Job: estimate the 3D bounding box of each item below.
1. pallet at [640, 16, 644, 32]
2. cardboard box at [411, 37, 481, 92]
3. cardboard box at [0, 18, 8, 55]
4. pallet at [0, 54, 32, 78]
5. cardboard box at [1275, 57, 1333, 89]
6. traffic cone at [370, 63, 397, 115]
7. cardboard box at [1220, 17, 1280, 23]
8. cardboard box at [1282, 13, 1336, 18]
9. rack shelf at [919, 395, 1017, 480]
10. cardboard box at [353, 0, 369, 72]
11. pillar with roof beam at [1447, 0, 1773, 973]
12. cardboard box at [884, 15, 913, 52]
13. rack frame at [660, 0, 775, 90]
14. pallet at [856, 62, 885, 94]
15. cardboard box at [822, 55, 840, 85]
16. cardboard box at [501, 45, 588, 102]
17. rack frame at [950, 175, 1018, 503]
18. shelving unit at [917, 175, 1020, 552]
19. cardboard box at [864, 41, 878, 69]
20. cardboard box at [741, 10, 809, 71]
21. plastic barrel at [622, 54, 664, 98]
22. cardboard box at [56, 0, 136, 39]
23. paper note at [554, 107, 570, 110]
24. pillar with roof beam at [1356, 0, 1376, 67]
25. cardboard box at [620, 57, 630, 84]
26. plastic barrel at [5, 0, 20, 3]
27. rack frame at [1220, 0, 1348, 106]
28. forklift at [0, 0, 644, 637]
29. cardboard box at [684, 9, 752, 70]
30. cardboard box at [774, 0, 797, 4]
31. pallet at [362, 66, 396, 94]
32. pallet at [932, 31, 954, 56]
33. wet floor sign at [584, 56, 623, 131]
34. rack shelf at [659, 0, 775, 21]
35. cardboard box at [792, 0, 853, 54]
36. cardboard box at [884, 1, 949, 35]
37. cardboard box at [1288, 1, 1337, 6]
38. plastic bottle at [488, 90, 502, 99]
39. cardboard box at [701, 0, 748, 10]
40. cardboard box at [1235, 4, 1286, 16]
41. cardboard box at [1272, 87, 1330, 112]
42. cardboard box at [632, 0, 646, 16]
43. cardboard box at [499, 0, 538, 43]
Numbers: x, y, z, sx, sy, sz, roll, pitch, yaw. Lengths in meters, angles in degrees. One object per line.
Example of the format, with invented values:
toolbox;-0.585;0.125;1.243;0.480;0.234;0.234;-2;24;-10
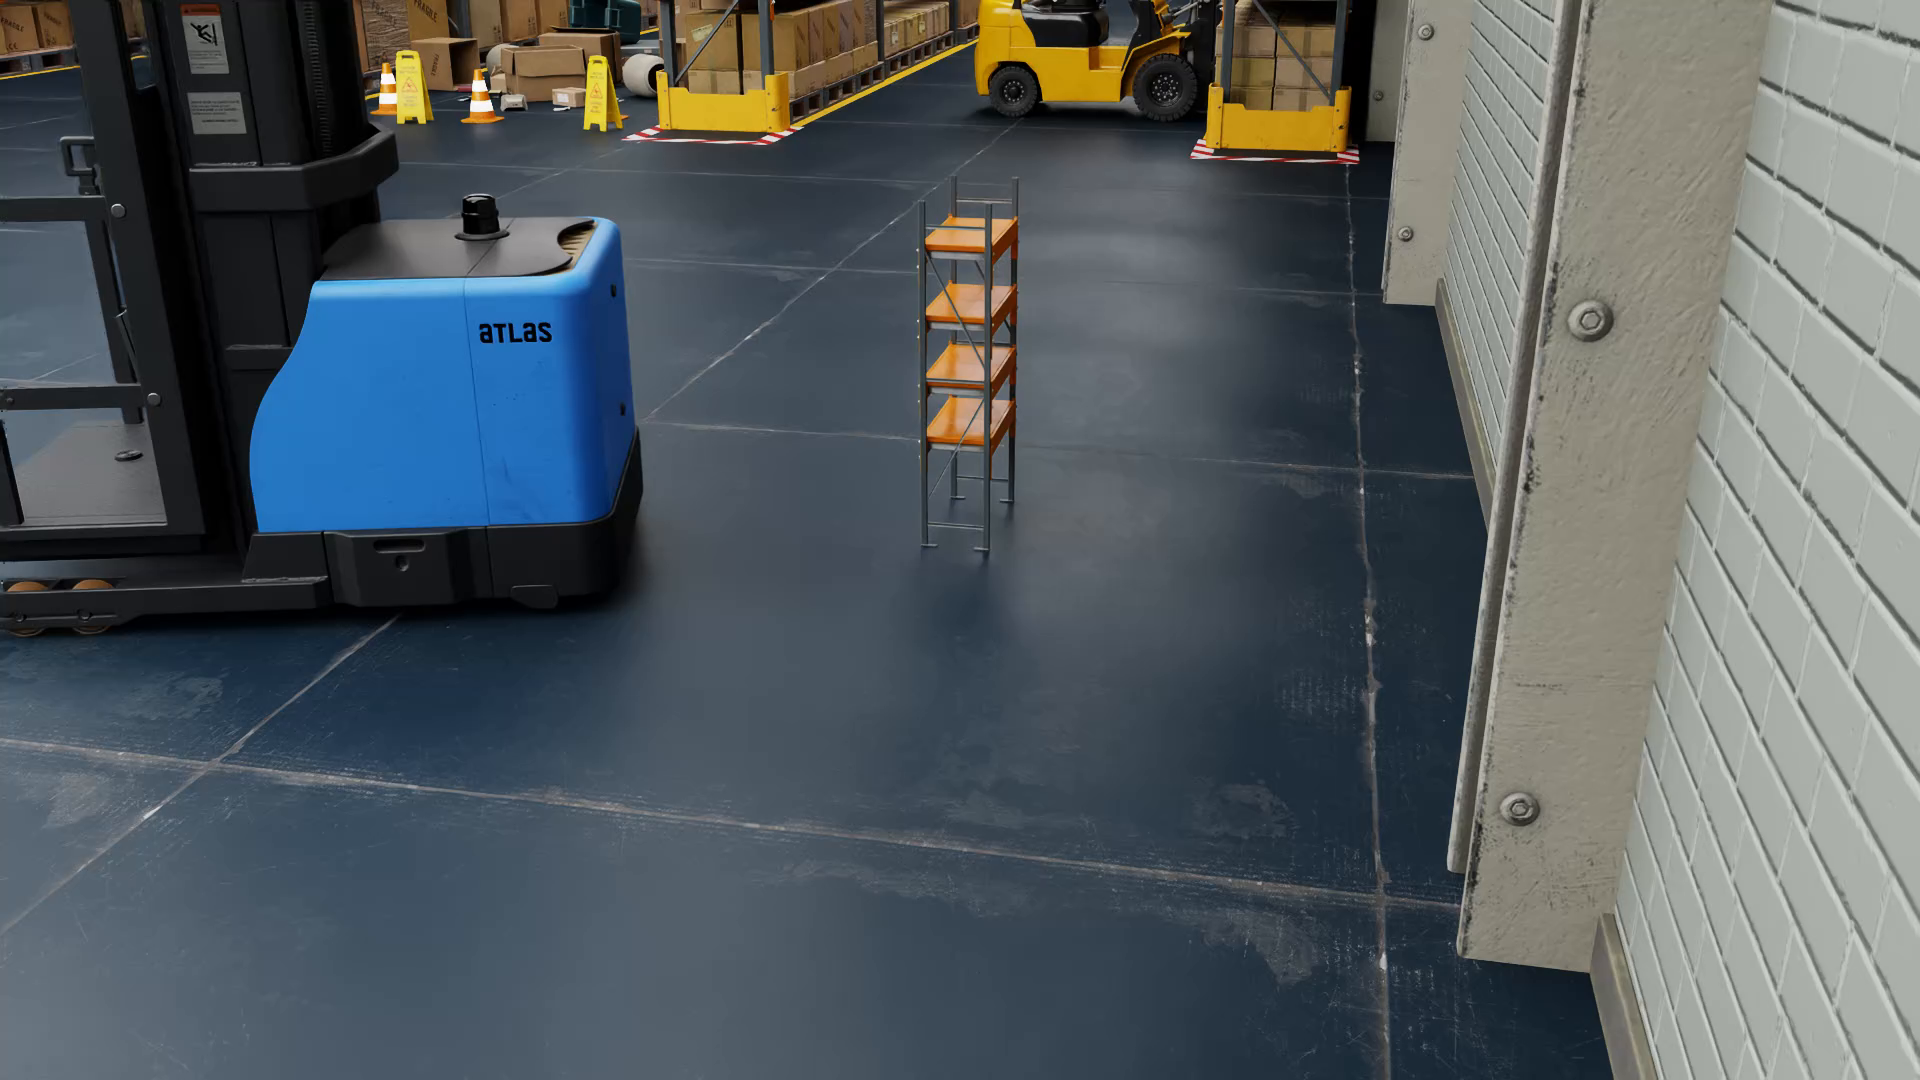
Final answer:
pallet;-5.236;-7.386;23.910;1.003;0.211;1.213;4;22;11
cardboard box;-5.526;-5.127;17.910;0.500;0.500;0.500;8;23;20
cardboard box;-11.328;-5.795;19.011;0.500;0.500;0.500;2;22;6
pallet;-11.398;-5.357;18.872;1.003;0.211;1.213;4;22;11
cardboard box;2.996;-4.058;14.364;0.500;0.250;0.500;5;22;12
traffic cone;-5.531;-4.377;16.103;0.336;0.463;0.334;4;22;11
cardboard box;2.584;-4.513;14.825;0.500;0.250;0.500;5;22;12
cardboard box;3.191;-4.660;15.190;0.500;0.250;0.500;4;22;11
rack shelf;0.034;-0.371;5.879;0.258;0.148;0.480;4;22;11
cardboard box;-6.778;-5.252;17.162;0.875;0.875;0.875;4;22;10
pillar with roof beam;-2.942;-3.659;2.893;9.100;9.000;0.400;4;22;11
cardboard box;-1.099;-6.022;19.745;0.950;0.372;0.625;6;23;14
rack frame;-2.163;-5.128;14.570;1.000;3.000;0.127;4;22;11
pallet;-1.449;-5.049;18.107;1.003;0.211;1.213;4;22;11
cardboard box;-1.517;-4.708;16.646;0.500;0.250;0.500;6;23;15
cardboard box;-4.283;-4.805;17.111;0.797;0.503;0.637;-11;25;-26
rack frame;0.084;-0.706;6.001;0.240;1.200;0.015;4;22;11
shelving unit;0.034;-0.617;5.780;0.258;1.200;0.503;4;22;11
cardboard box;-1.204;-5.273;18.050;0.500;0.250;0.500;5;23;13
cardboard box;-1.724;-4.678;15.567;0.500;0.500;0.500;4;22;9
plastic barrel;-3.224;-4.803;17.214;0.421;0.421;0.512;-16;27;-35
cardboard box;-10.902;-6.613;21.017;0.700;0.500;0.500;3;22;7
paper note;-3.919;-4.248;16.360;0.148;0.019;0.142;-3;22;-8
pillar with roof beam;0.731;-10.242;19.238;9.100;9.000;0.400;4;22;11
cardboard box;-3.614;-5.188;18.380;0.258;0.266;0.396;-11;25;-26
plastic barrel;-14.970;-8.621;26.012;0.421;0.512;0.421;0;22;0
rack frame;2.697;-4.751;13.634;1.000;3.000;0.127;4;22;11
forklift;-2.636;-1.268;5.079;3.031;2.935;1.130;-2;22;-5
cardboard box;-2.255;-4.708;15.642;0.500;0.500;0.500;5;22;11
cardboard box;-1.937;-5.276;17.054;0.500;0.500;0.500;6;23;14
pallet;-6.692;-4.918;17.782;1.003;0.211;1.213;4;22;11
pallet;-0.692;-6.474;21.647;1.003;0.211;1.213;4;22;11
wet floor sign;-3.249;-4.048;15.040;0.267;0.644;0.232;13;25;29
rack shelf;-1.755;-5.525;16.521;1.077;0.370;4.000;4;22;11
cardboard box;-1.410;-5.248;16.984;0.500;0.500;0.500;6;23;14
cardboard box;-0.656;-6.823;21.736;0.950;0.372;0.625;3;22;7
cardboard box;3.513;-5.216;16.568;0.500;0.250;0.500;4;22;10
plastic bottle;-4.833;-4.634;17.278;0.133;0.061;0.283;-3;22;-8
cardboard box;-2.246;-5.148;15.867;0.380;0.149;0.250;5;22;12
cardboard box;2.903;-5.075;16.219;0.500;0.250;0.500;5;23;13
cardboard box;2.989;-3.835;14.478;0.500;0.250;0.500;5;22;11
cardboard box;-4.904;-7.853;24.120;0.500;0.500;0.500;5;22;12
cardboard box;-5.974;-6.669;20.846;1.050;0.750;0.750;4;22;11
